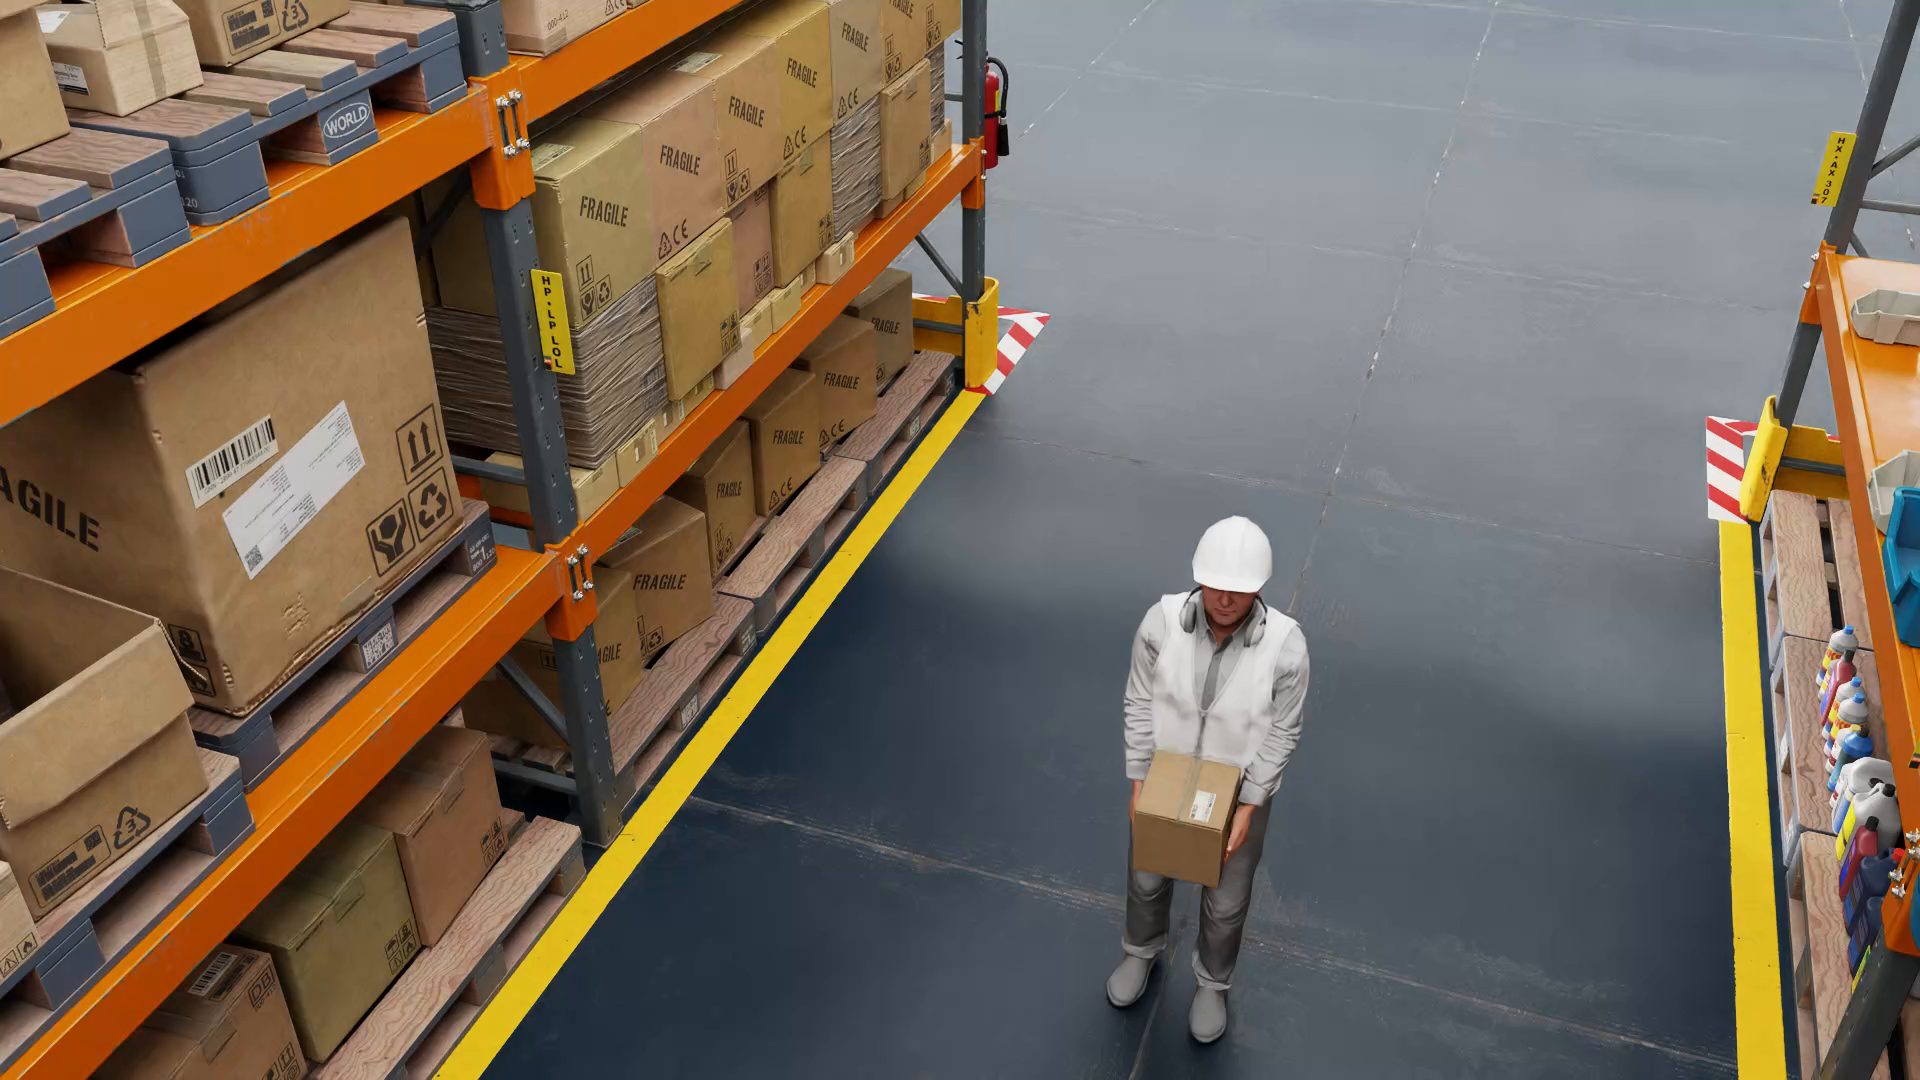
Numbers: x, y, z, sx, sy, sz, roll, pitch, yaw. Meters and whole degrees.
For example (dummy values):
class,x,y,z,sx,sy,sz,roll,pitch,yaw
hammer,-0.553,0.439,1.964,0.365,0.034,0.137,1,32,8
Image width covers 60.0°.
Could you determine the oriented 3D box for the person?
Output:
class,x,y,z,sx,sy,sz,roll,pitch,yaw
person,0.720,0.750,4.958,0.528,1.778,0.529,11,35,16
